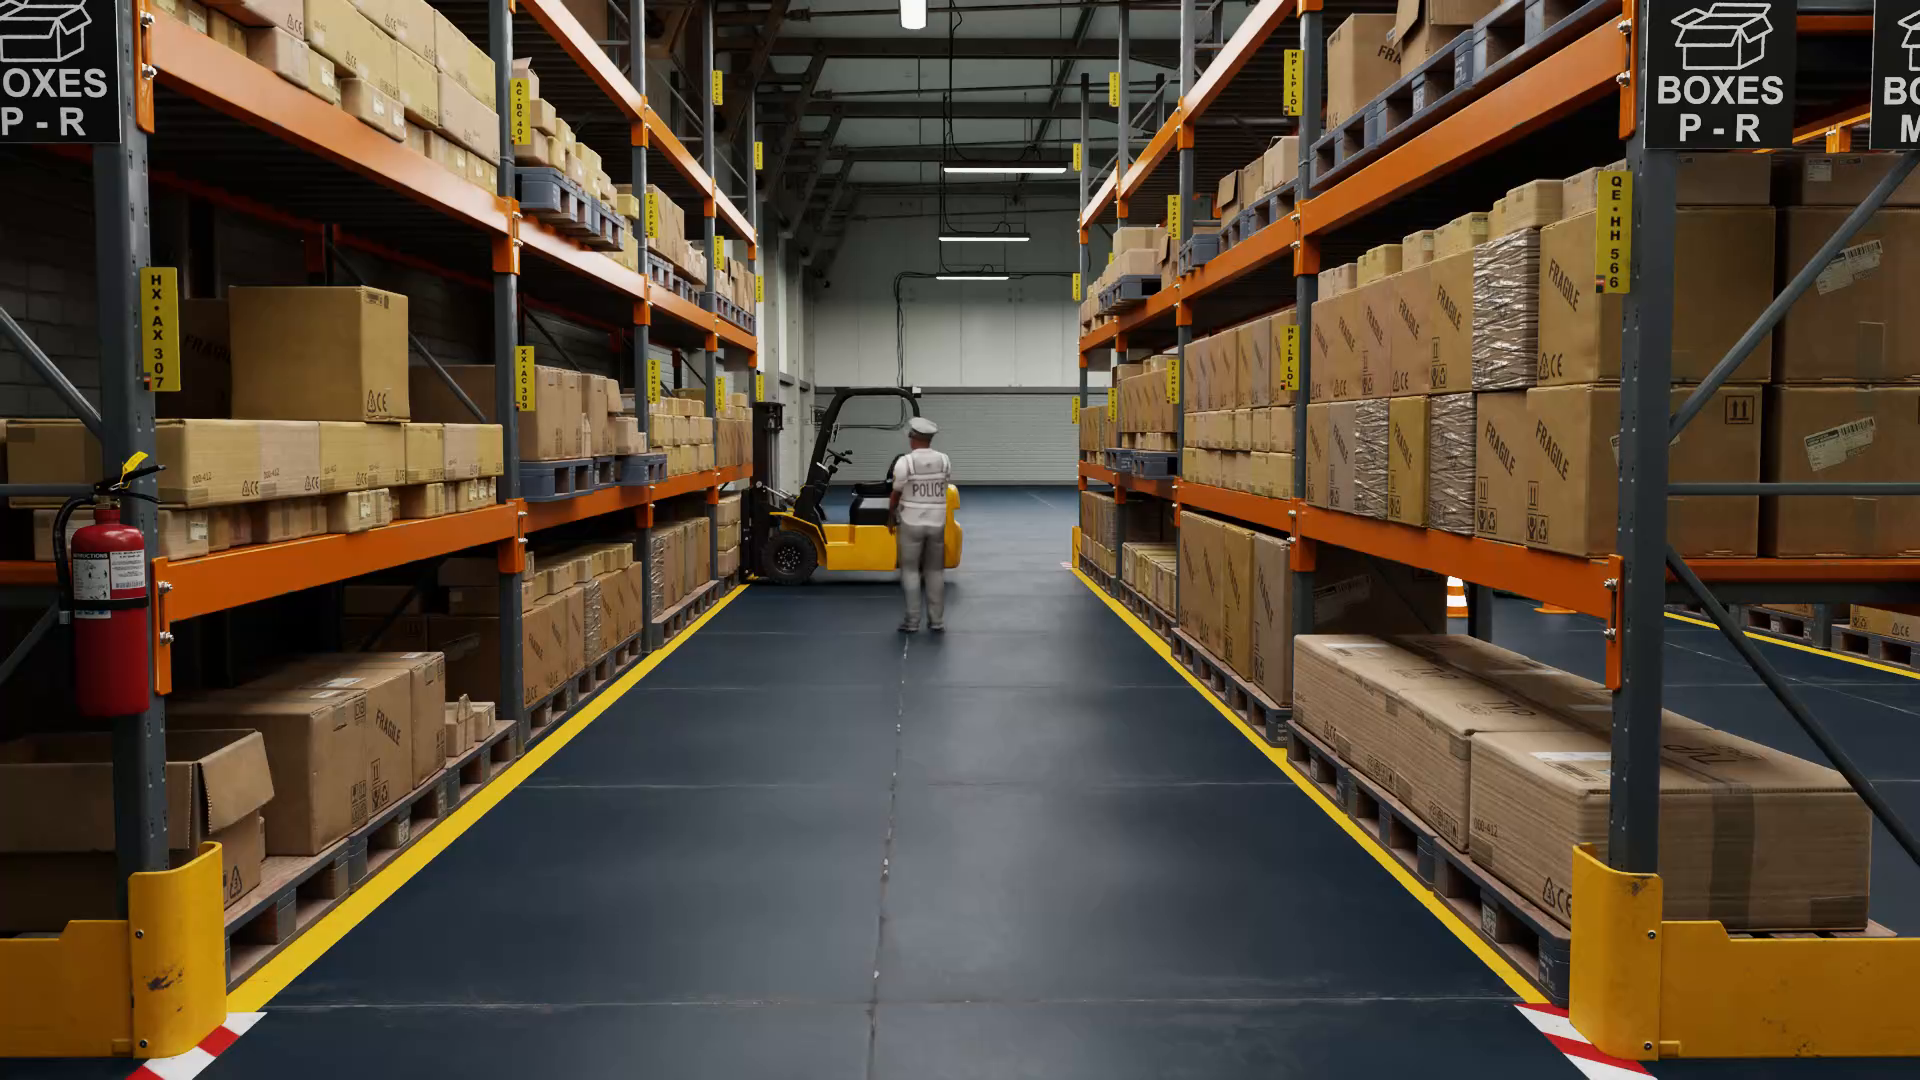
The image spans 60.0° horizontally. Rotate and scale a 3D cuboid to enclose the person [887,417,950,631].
[{"bbox_3d":[-0.344,-0.131,13.896,0.572,1.789,0.518,-2,4,-30],"label":"person"}]
